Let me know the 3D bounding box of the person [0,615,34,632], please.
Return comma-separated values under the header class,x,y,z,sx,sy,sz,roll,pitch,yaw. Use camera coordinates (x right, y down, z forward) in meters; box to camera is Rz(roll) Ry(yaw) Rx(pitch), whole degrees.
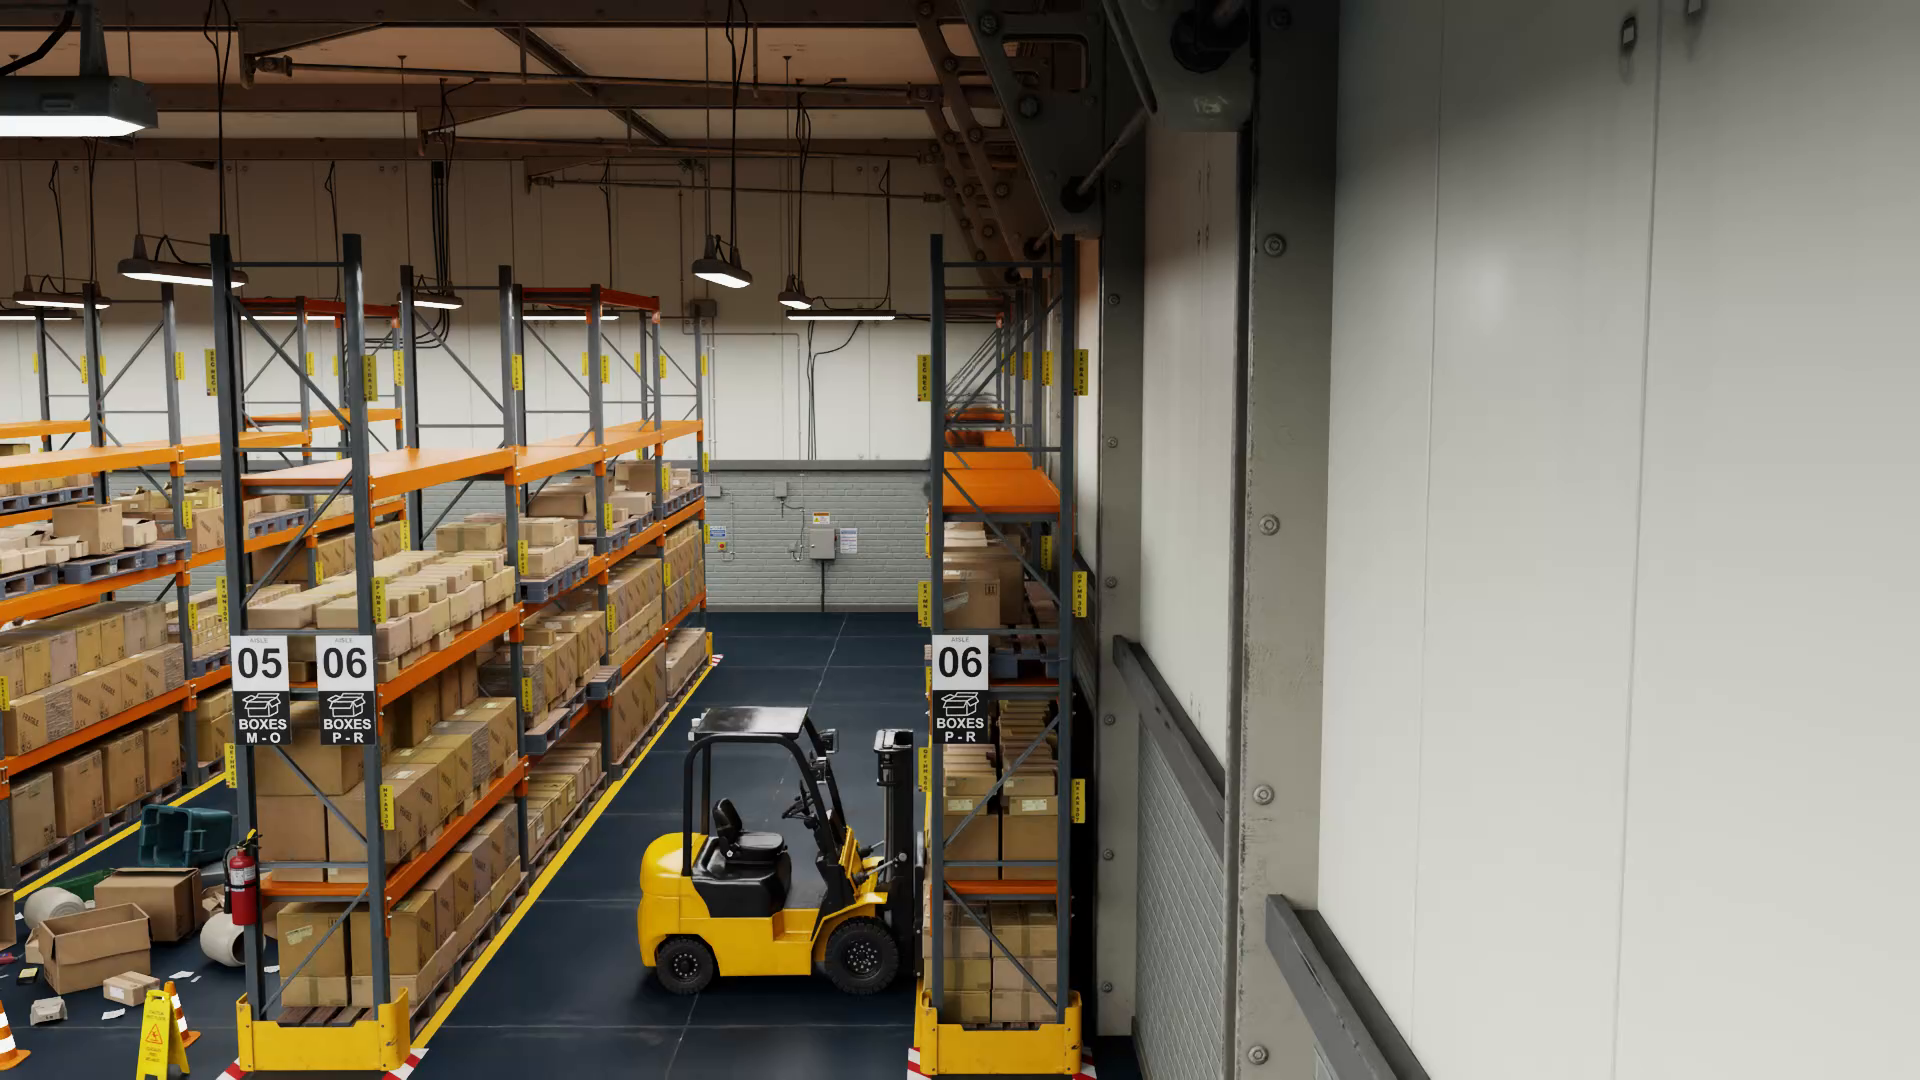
class,x,y,z,sx,sy,sz,roll,pitch,yaw
person,-12.942,1.757,22.968,0.684,1.815,0.863,-1,6,-5
